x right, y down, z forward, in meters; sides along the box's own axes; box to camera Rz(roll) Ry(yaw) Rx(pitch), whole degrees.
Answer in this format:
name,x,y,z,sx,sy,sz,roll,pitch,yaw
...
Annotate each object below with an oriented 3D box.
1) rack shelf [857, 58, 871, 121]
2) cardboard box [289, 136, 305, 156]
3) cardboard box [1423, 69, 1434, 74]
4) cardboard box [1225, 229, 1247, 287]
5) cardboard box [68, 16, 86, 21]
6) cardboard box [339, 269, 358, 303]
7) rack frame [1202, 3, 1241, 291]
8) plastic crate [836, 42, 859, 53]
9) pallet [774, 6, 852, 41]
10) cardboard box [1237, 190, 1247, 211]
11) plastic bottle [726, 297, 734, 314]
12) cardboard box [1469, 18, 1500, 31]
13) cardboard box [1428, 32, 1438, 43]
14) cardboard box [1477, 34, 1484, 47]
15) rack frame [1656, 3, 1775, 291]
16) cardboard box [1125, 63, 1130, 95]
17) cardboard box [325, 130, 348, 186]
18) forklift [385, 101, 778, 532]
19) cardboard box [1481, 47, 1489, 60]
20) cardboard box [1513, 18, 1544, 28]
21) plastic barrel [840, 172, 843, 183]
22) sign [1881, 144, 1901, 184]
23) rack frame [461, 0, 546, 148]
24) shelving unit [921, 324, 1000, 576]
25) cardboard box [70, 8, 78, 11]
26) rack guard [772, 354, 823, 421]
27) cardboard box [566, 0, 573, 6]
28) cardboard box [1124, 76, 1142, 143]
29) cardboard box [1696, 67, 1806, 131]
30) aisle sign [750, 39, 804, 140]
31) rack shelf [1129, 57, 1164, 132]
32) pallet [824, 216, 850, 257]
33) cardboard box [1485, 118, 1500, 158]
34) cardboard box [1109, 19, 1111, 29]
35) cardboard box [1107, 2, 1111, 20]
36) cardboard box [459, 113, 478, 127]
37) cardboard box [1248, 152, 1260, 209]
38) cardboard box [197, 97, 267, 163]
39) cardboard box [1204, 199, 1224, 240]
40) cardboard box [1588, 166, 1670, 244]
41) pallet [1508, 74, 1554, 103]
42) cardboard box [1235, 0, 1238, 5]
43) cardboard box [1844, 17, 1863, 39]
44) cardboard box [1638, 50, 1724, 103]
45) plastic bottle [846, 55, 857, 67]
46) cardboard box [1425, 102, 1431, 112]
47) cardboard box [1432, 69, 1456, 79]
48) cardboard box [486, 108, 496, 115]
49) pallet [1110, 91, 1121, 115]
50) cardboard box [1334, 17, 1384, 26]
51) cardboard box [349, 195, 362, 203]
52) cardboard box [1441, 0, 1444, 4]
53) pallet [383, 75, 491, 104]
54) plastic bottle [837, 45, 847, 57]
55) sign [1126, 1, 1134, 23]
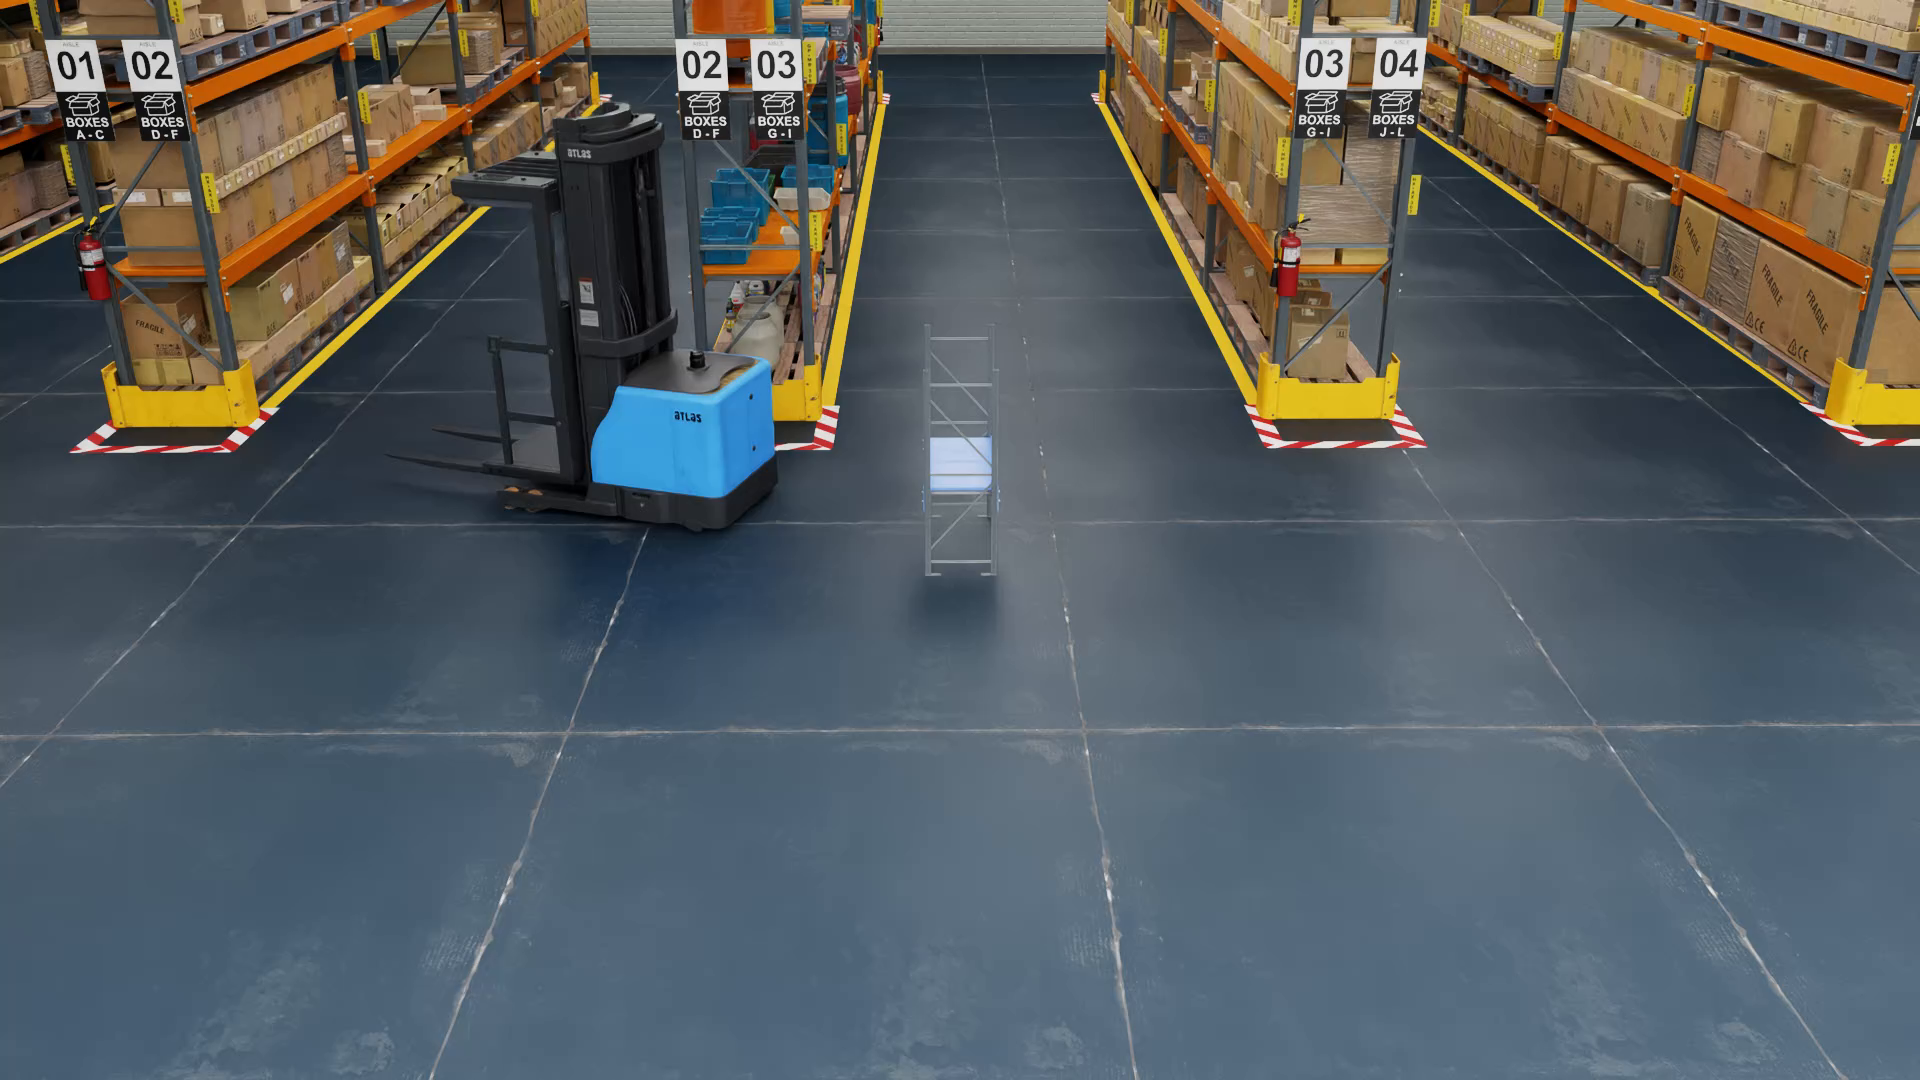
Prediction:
name,x,y,z,sx,sy,sz,roll,pitch,yaw
rack shelf,-1.859,-6.228,23.136,1.077,0.370,4.000,0,24,-1
cardboard box,-6.517,-3.769,15.919,0.380,0.149,0.250,0,24,1
cardboard box,7.778,-7.864,28.109,0.380,0.149,0.250,0,24,0
cardboard box,3.124,-2.993,17.634,0.500,0.500,0.500,-1,24,-2
cardboard box,-11.507,-6.834,22.188,0.500,0.250,0.500,0,24,0
cardboard box,-6.527,-2.605,17.080,0.500,0.250,0.500,0,24,-1
rack frame,3.159,-4.105,17.571,1.000,3.000,0.127,0,24,-1
plastic crate,-1.743,-7.479,25.278,0.396,0.136,0.243,0,24,-1
pallet,-1.688,-5.067,16.286,1.213,0.211,1.003,0,24,-1
cardboard box,2.891,-3.283,16.057,0.380,0.149,0.250,0,24,-1
plastic bottle,-2.228,-2.201,16.121,0.061,0.283,0.133,0,24,1
cardboard box,7.586,-7.451,24.042,0.380,0.149,0.250,0,24,1
cardboard box,7.707,-8.029,26.550,0.380,0.149,0.250,0,24,0
cardboard box,7.589,-7.110,23.649,0.380,0.149,0.250,-1,24,-3
rack frame,8.120,-4.086,17.528,1.000,3.000,0.127,0,24,-1
cardboard box,3.135,-7.268,26.633,0.875,0.875,0.875,0,24,-1
cardboard box,-6.735,-3.925,17.051,0.700,0.500,0.500,-1,24,-2
forklift,-2.989,-1.741,12.426,3.031,2.935,1.130,8,25,17
cardboard box,7.590,-6.870,23.477,0.380,0.149,0.250,-1,24,-3
cardboard box,8.236,-7.455,24.051,0.380,0.149,0.250,-1,24,-2
plastic barrel,-1.859,-5.135,21.972,0.600,0.830,0.708,0,24,-1
sign,7.621,-3.077,13.603,0.100,0.325,0.005,0,24,-1
rack frame,-6.834,-7.359,24.764,1.000,3.000,0.127,0,24,-1
shelving unit,0.001,-0.648,11.747,0.538,1.500,1.048,0,24,-1
cardboard box,-12.020,-7.254,23.116,0.500,0.250,0.500,-1,24,-2
rack guard,-1.798,-1.327,14.461,1.175,0.500,0.348,0,24,-1
cardboard box,-6.581,-8.904,26.847,0.500,0.500,0.500,0,24,1
cardboard box,3.099,-6.362,24.628,1.225,0.875,0.875,0,24,0
cardboard box,8.090,-4.494,16.938,0.875,0.550,0.550,0,24,-1
aisle sign,-1.456,-3.591,13.279,0.394,0.787,0.004,0,24,-1
rack shelf,3.094,-6.250,23.185,1.077,0.370,4.000,0,24,-1
pallet,-1.857,-3.640,19.925,1.003,0.211,1.213,0,24,-1
cardboard box,7.802,-5.696,23.610,0.500,0.500,0.500,0,24,0
cardboard box,2.706,-8.682,27.995,0.380,0.149,0.250,-1,24,-1
cardboard box,2.764,-8.918,28.033,0.500,0.250,0.500,-1,24,-2
cardboard box,-7.055,-5.943,23.223,0.500,0.250,0.500,-1,24,-2
cardboard box,3.137,-3.277,15.256,0.875,0.500,0.500,0,24,-1
cardboard box,-6.713,-3.689,14.955,0.700,0.500,0.500,0,24,0
cardboard box,3.188,-3.617,18.989,0.700,0.500,0.500,0,24,-1
cardboard box,8.017,-3.905,19.349,1.050,0.750,0.750,0,24,-1
pallet,7.962,-5.940,21.860,1.213,0.211,1.003,0,24,-1
cardboard box,2.926,-5.341,16.360,0.380,0.149,0.250,-1,24,-3
cardboard box,7.814,-4.376,14.203,0.380,0.149,0.250,0,24,0
cardboard box,8.096,-5.212,18.683,0.700,0.500,0.500,0,24,0
plastic bottle,-1.542,-6.748,23.565,0.152,0.276,0.135,0,24,-1
cardboard box,7.741,-6.969,26.853,0.380,0.149,0.250,0,24,0
cardboard box,8.194,-7.874,28.130,0.380,0.149,0.250,0,24,0
cardboard box,-7.055,-6.000,24.260,0.500,0.500,0.500,0,24,0
pallet,3.115,-7.450,28.351,1.003,0.211,1.213,0,24,-1
cardboard box,3.469,-4.475,14.446,0.380,0.149,0.250,0,24,-1
cardboard box,-7.053,-3.842,19.135,0.500,0.311,0.500,0,24,-1
cardboard box,7.755,-8.636,25.892,0.500,0.500,0.500,0,24,1
pallet,-6.868,-5.902,21.776,1.213,0.211,1.003,0,24,-1
plastic bottle,-1.686,-6.903,23.816,0.144,0.351,0.185,0,24,-1
sign,2.517,-7.829,24.658,0.100,0.325,0.005,0,24,-1
